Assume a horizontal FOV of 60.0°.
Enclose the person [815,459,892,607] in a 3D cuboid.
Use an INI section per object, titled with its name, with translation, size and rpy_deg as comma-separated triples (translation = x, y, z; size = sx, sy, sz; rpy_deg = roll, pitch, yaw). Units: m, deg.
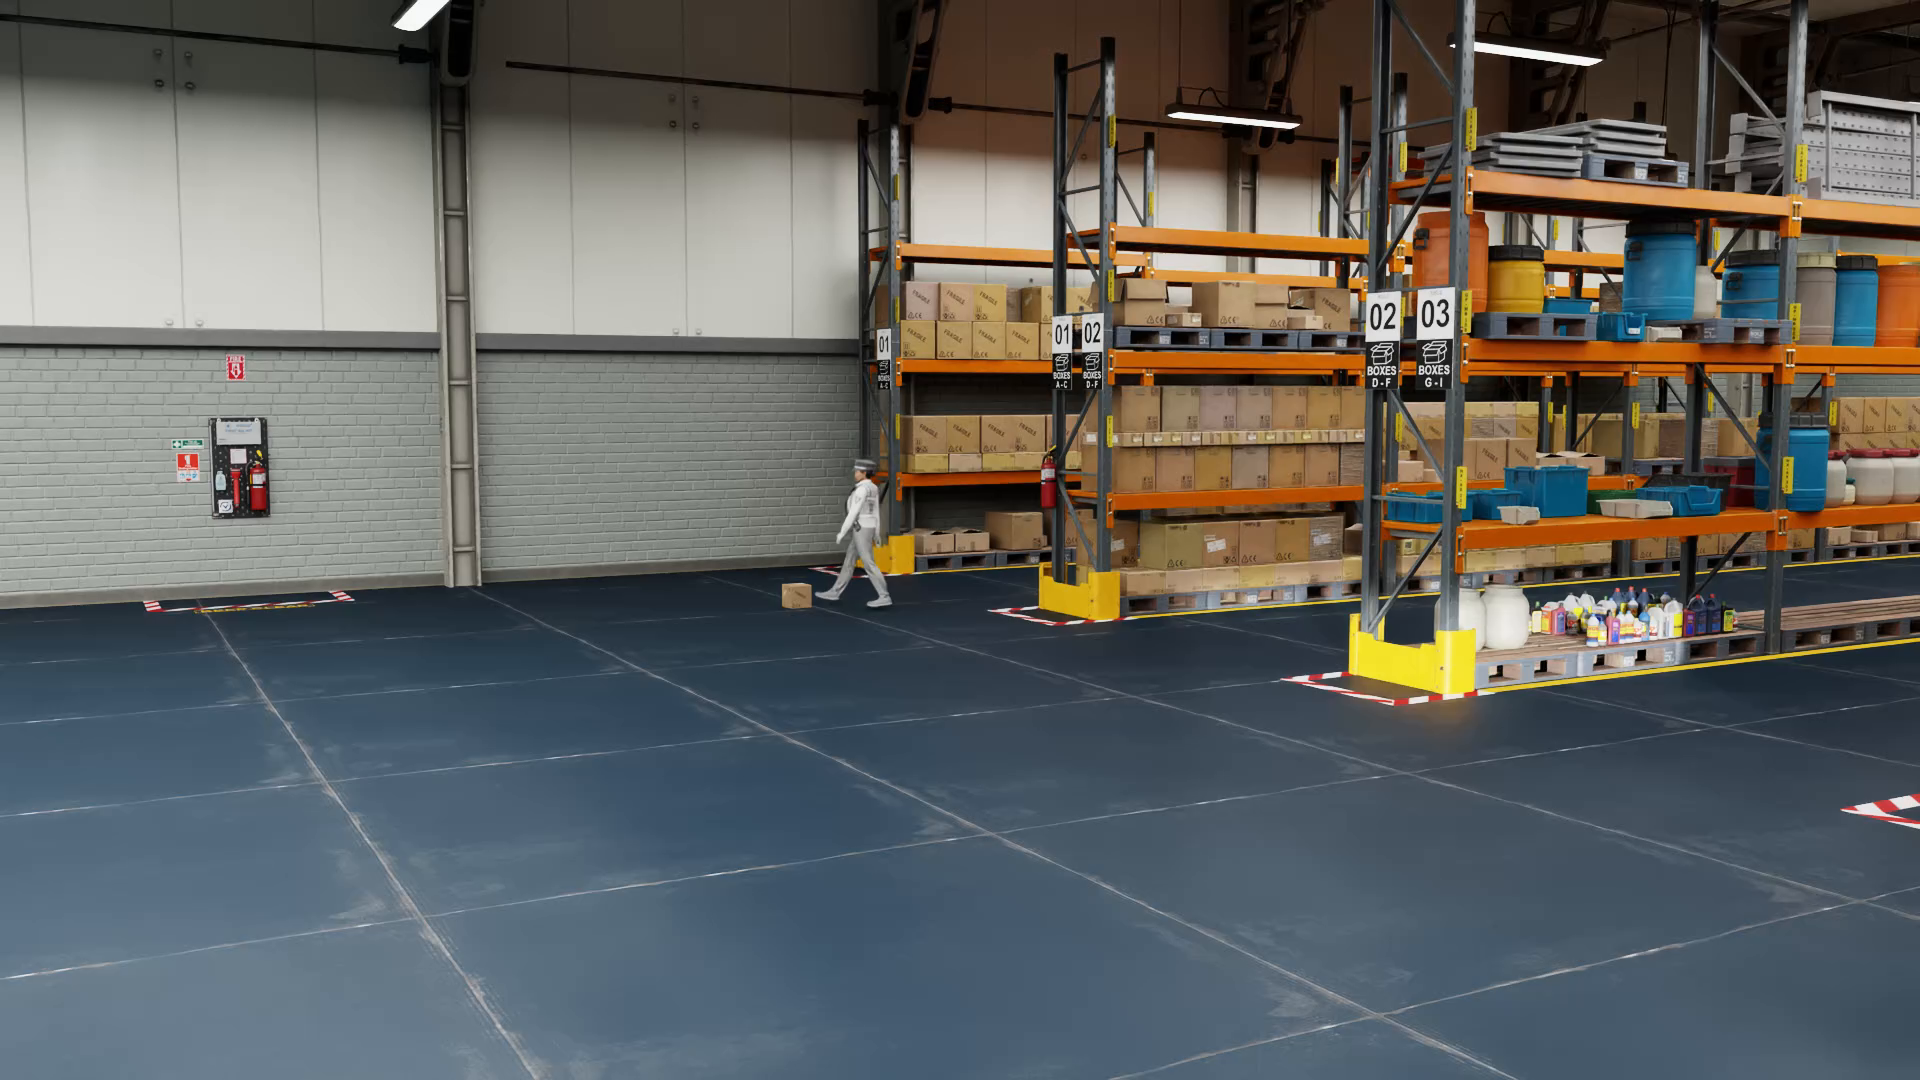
[person]
translation = -1.195, -0.088, 18.402
size = 0.954, 1.622, 0.529
rpy_deg = 1, 5, 13
